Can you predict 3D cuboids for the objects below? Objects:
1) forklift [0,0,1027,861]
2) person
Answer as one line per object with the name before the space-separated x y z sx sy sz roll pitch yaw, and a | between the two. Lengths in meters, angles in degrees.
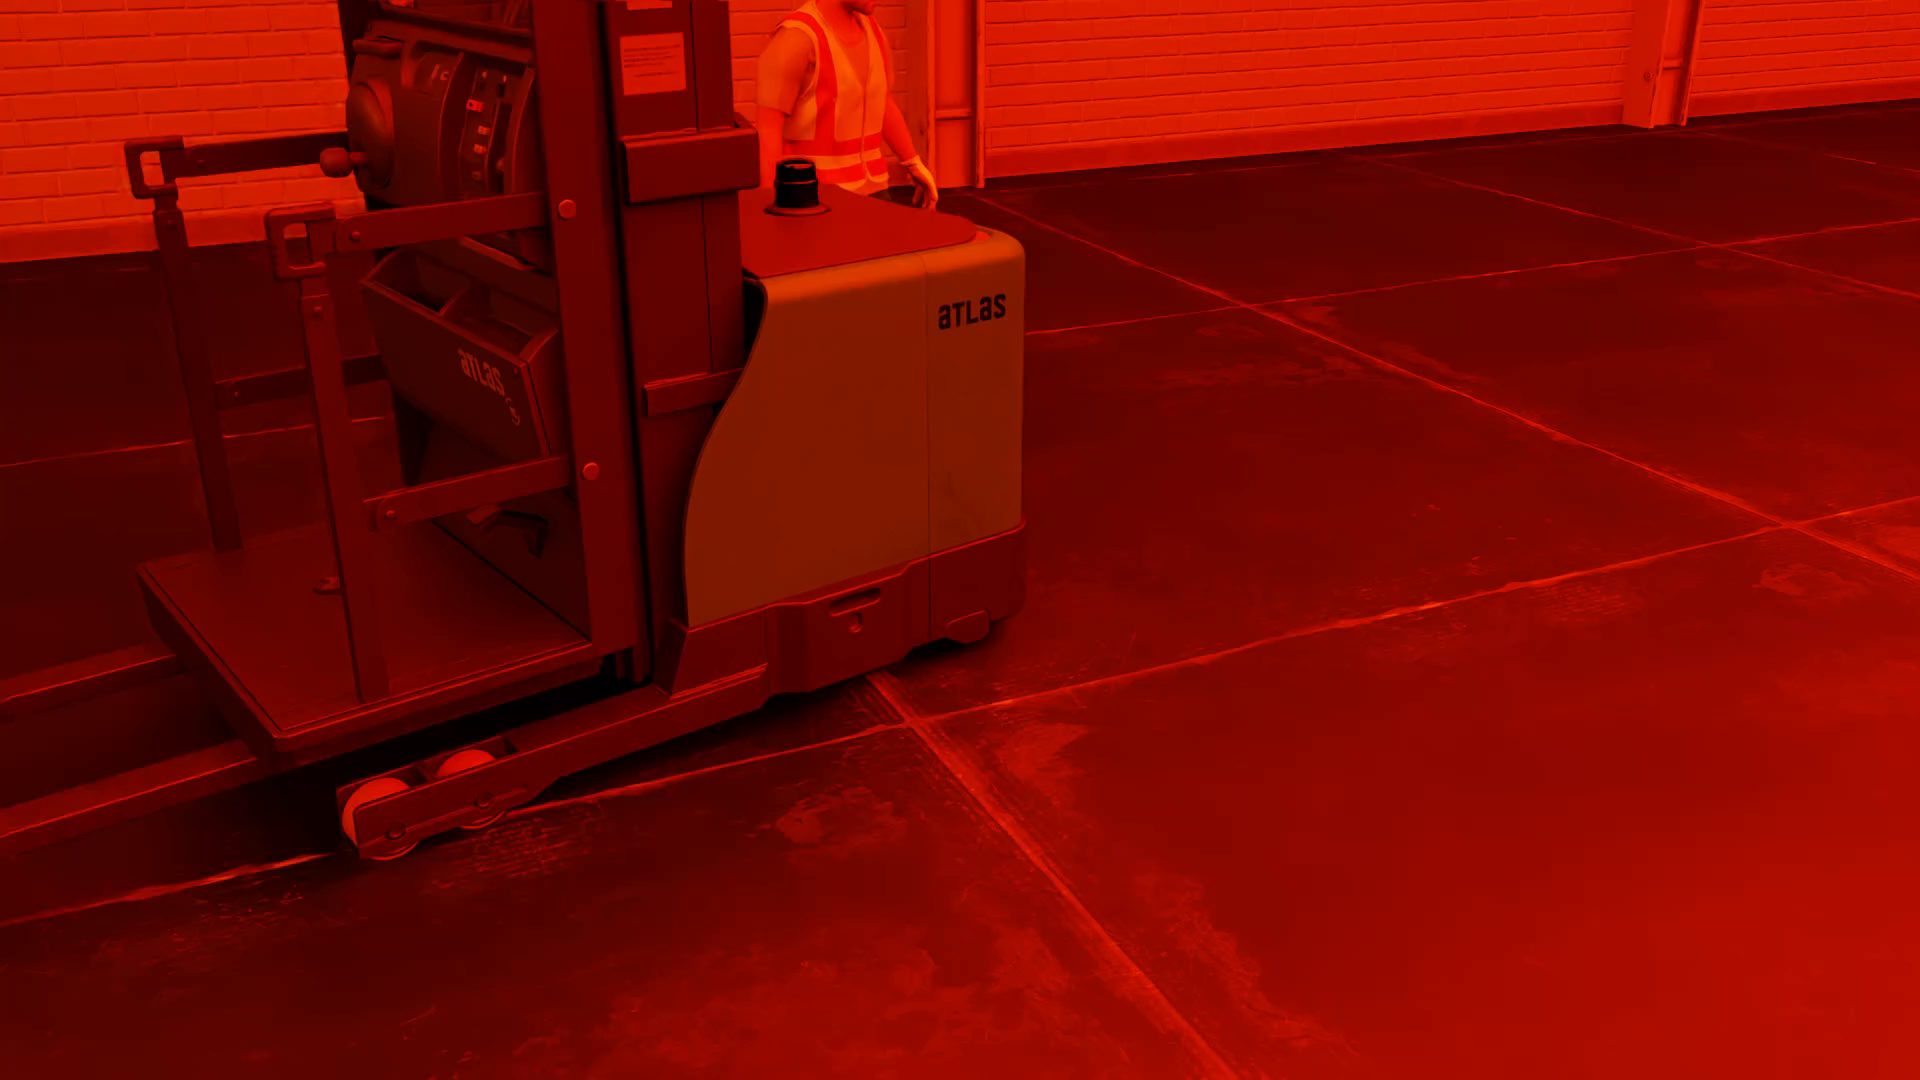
forklift | -1.294 -0.911 3.479 3.031 2.935 1.130 -17 28 -35
person | -0.378 -1.160 5.610 0.413 1.757 0.805 15 27 32
